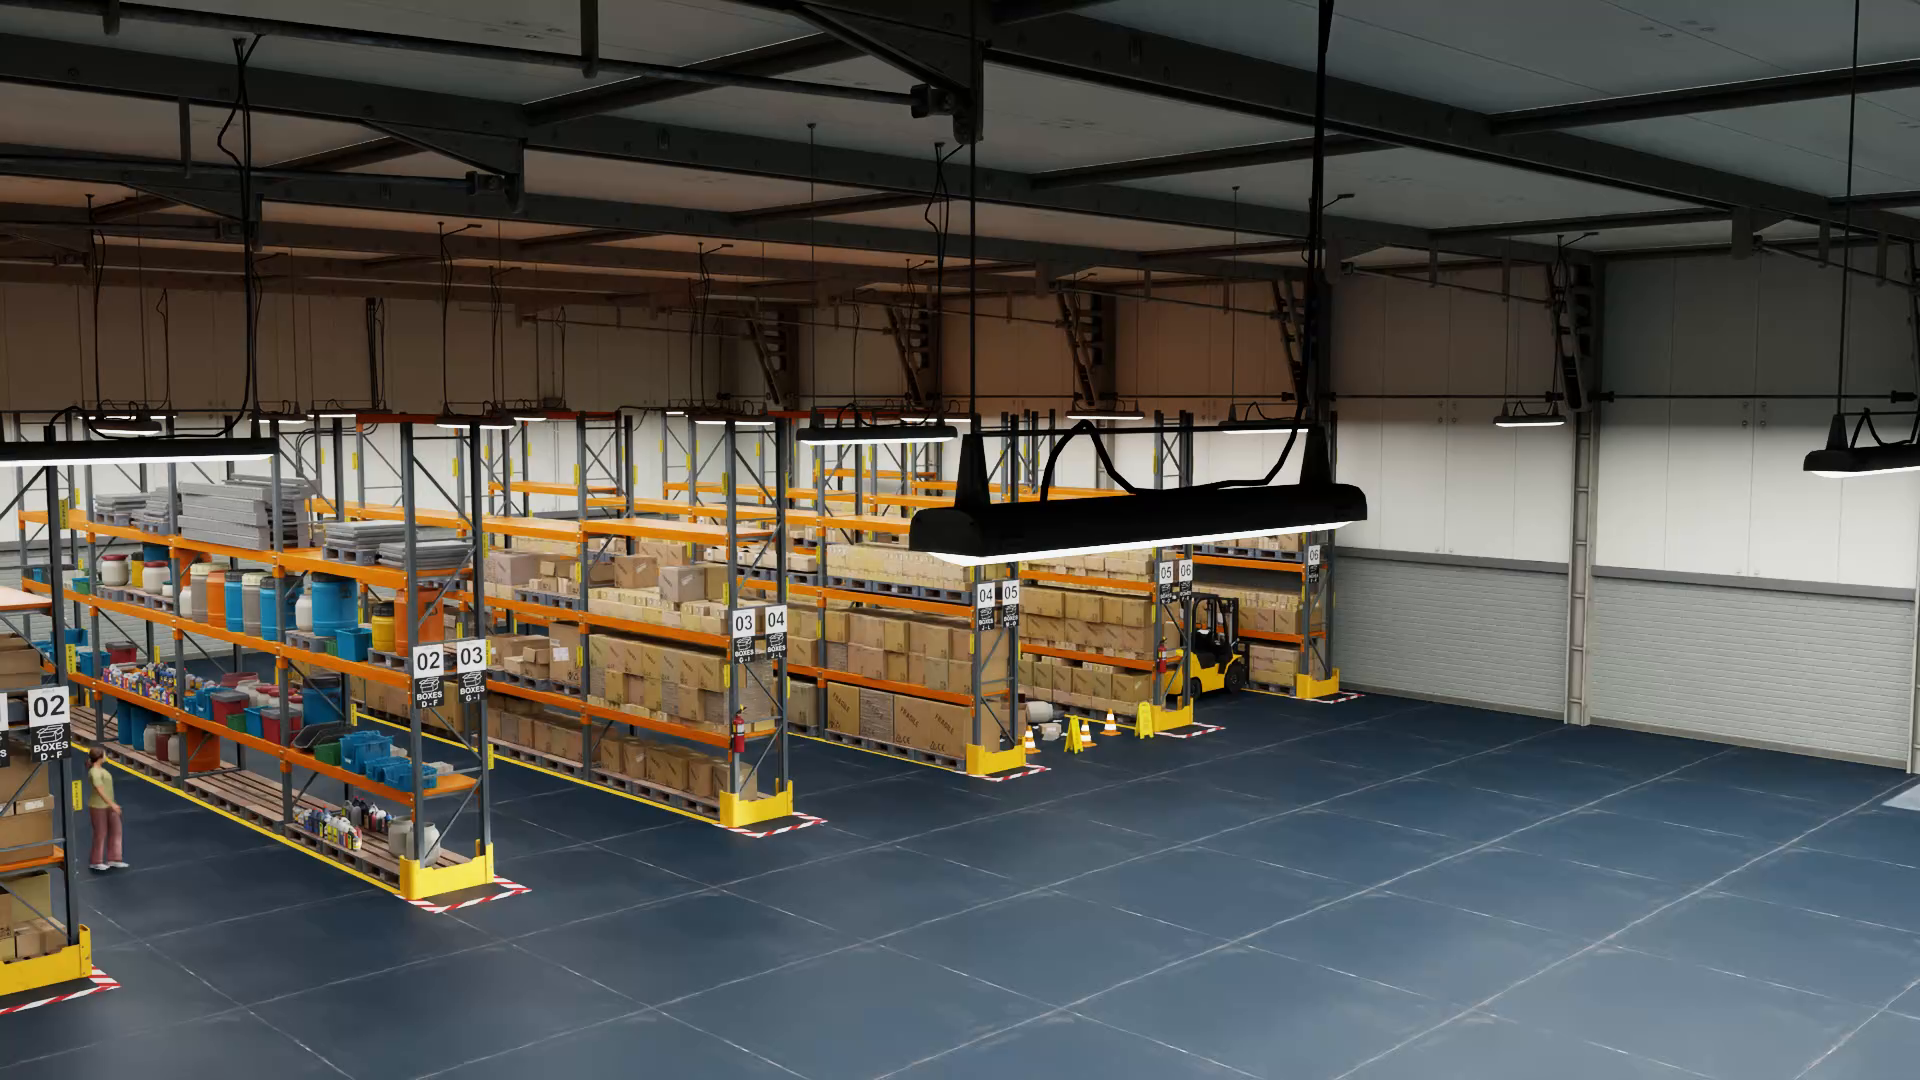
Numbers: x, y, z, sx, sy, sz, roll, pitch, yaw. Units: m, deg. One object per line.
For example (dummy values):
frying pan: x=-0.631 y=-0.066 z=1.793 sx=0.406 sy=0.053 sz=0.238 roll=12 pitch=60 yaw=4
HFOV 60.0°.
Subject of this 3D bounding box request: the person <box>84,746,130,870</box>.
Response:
person: x=-11.402 y=3.594 z=22.214 sx=0.533 sy=1.697 sz=0.481 roll=0 pitch=5 yaw=3
